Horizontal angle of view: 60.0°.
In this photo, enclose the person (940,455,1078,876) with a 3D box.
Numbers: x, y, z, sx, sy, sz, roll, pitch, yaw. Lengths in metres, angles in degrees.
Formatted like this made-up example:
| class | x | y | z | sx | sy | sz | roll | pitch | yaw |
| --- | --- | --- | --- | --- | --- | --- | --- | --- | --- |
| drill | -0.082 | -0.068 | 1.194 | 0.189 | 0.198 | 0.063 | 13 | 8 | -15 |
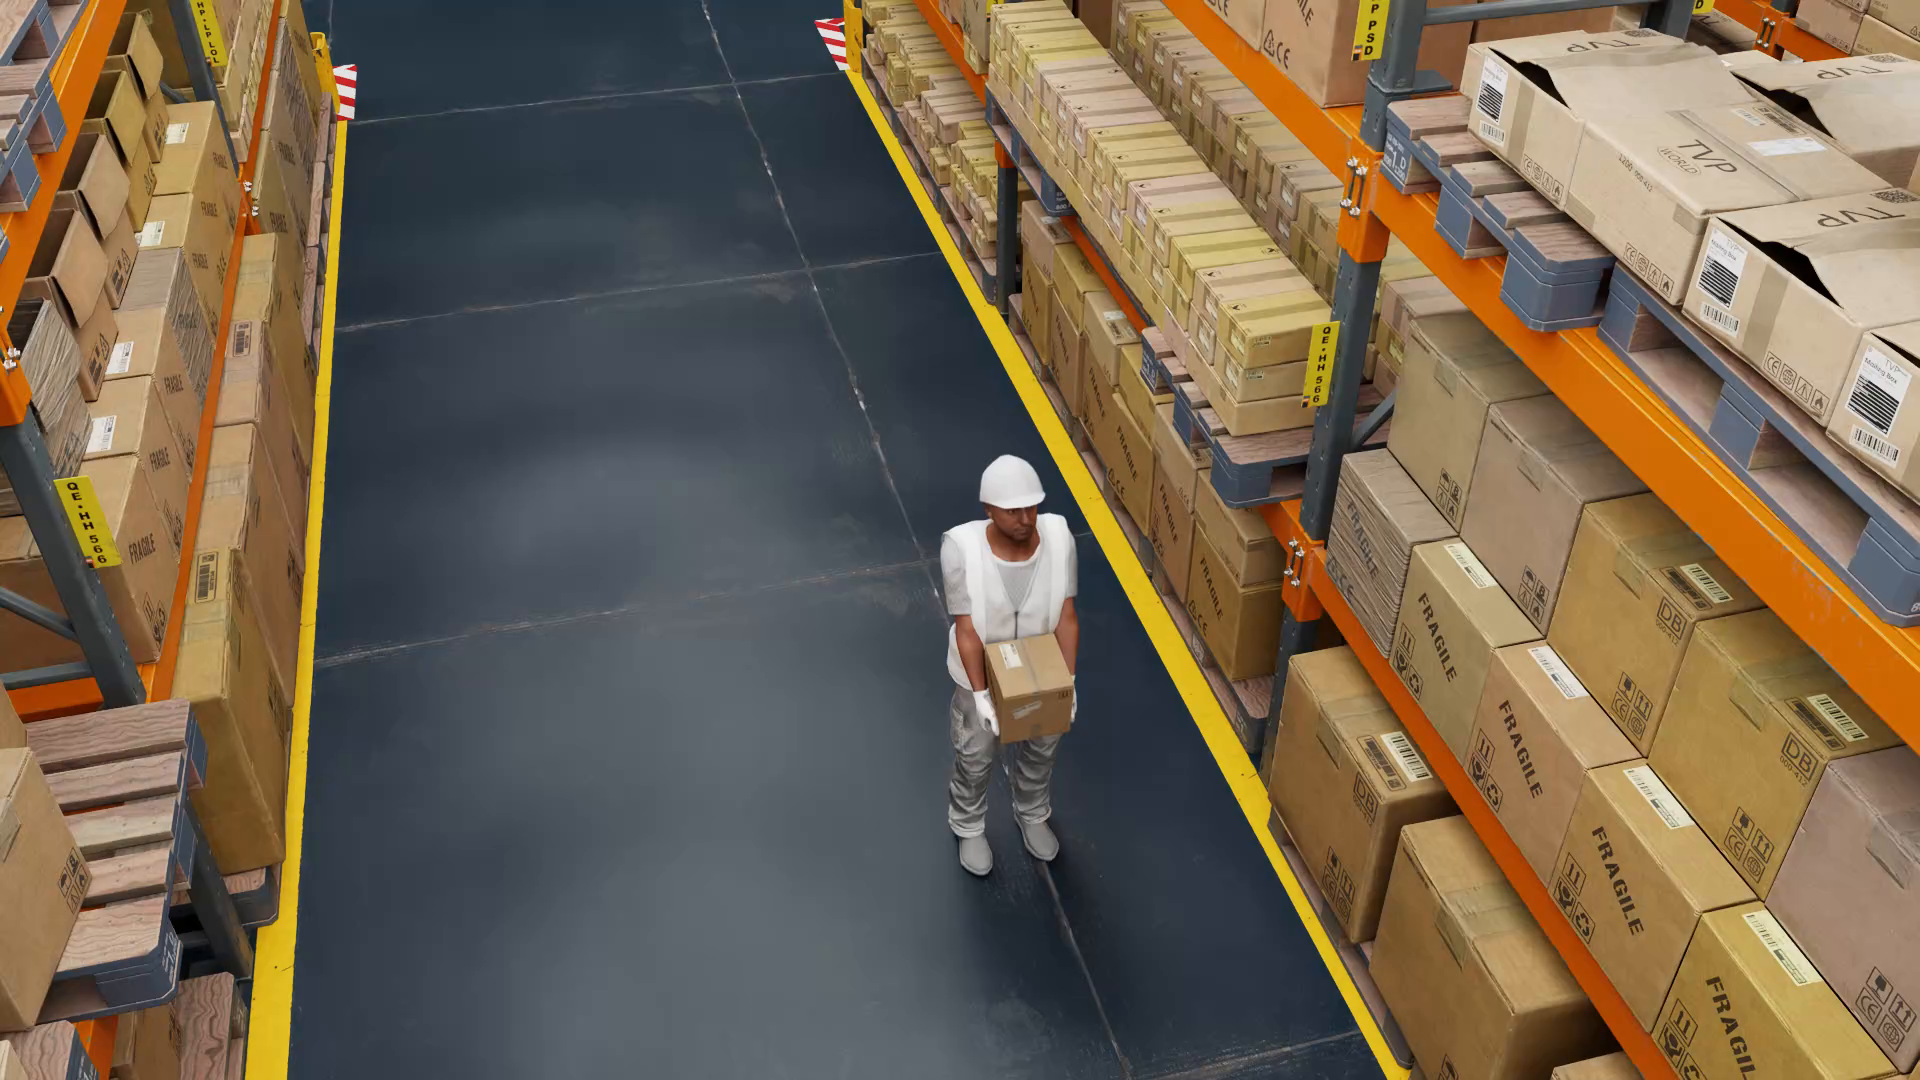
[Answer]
| class | x | y | z | sx | sy | sz | roll | pitch | yaw |
| --- | --- | --- | --- | --- | --- | --- | --- | --- | --- |
| person | 0.205 | 0.530 | 6.021 | 0.487 | 1.778 | 0.575 | -9 | 39 | -11 |
